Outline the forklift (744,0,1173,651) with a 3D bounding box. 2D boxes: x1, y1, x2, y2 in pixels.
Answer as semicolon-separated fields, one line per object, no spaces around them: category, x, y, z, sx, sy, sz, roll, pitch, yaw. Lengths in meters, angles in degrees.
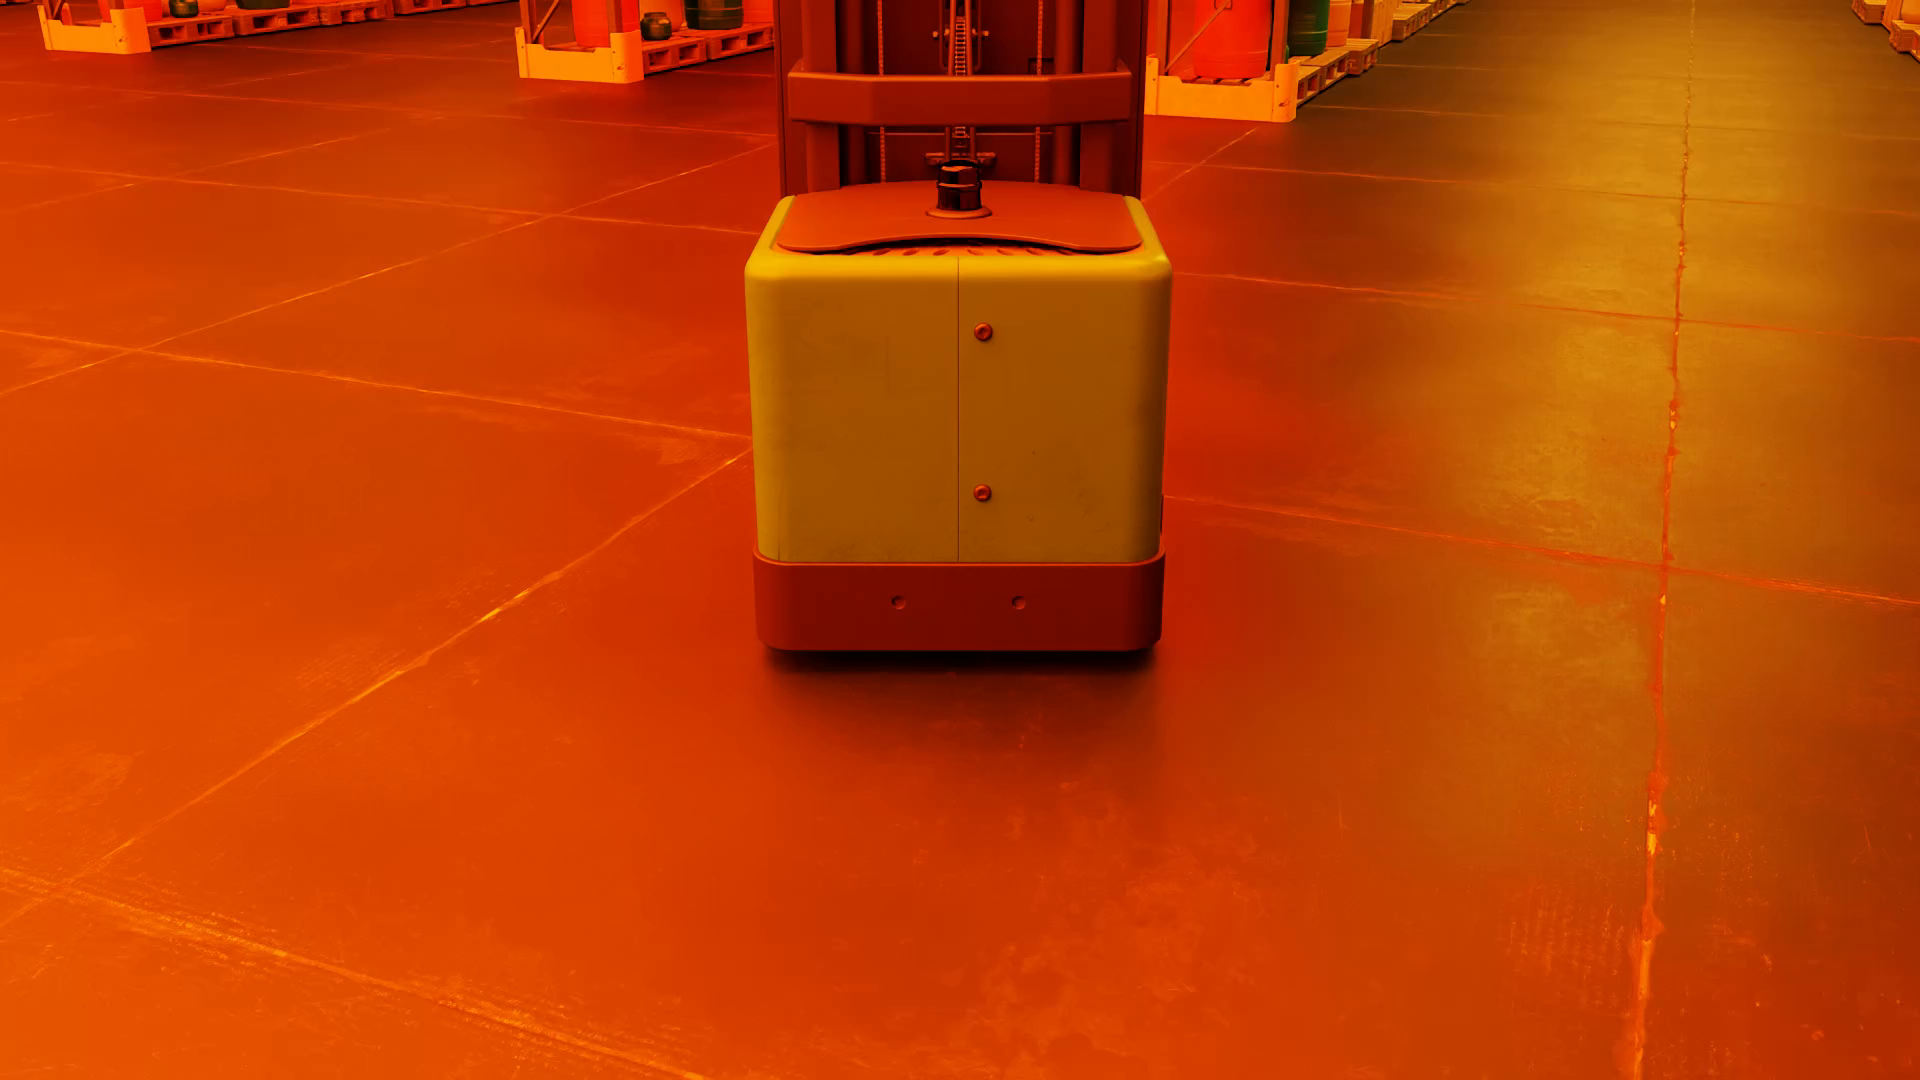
forklift;0.002;-1.587;5.089;1.130;2.935;3.031;0;23;0
